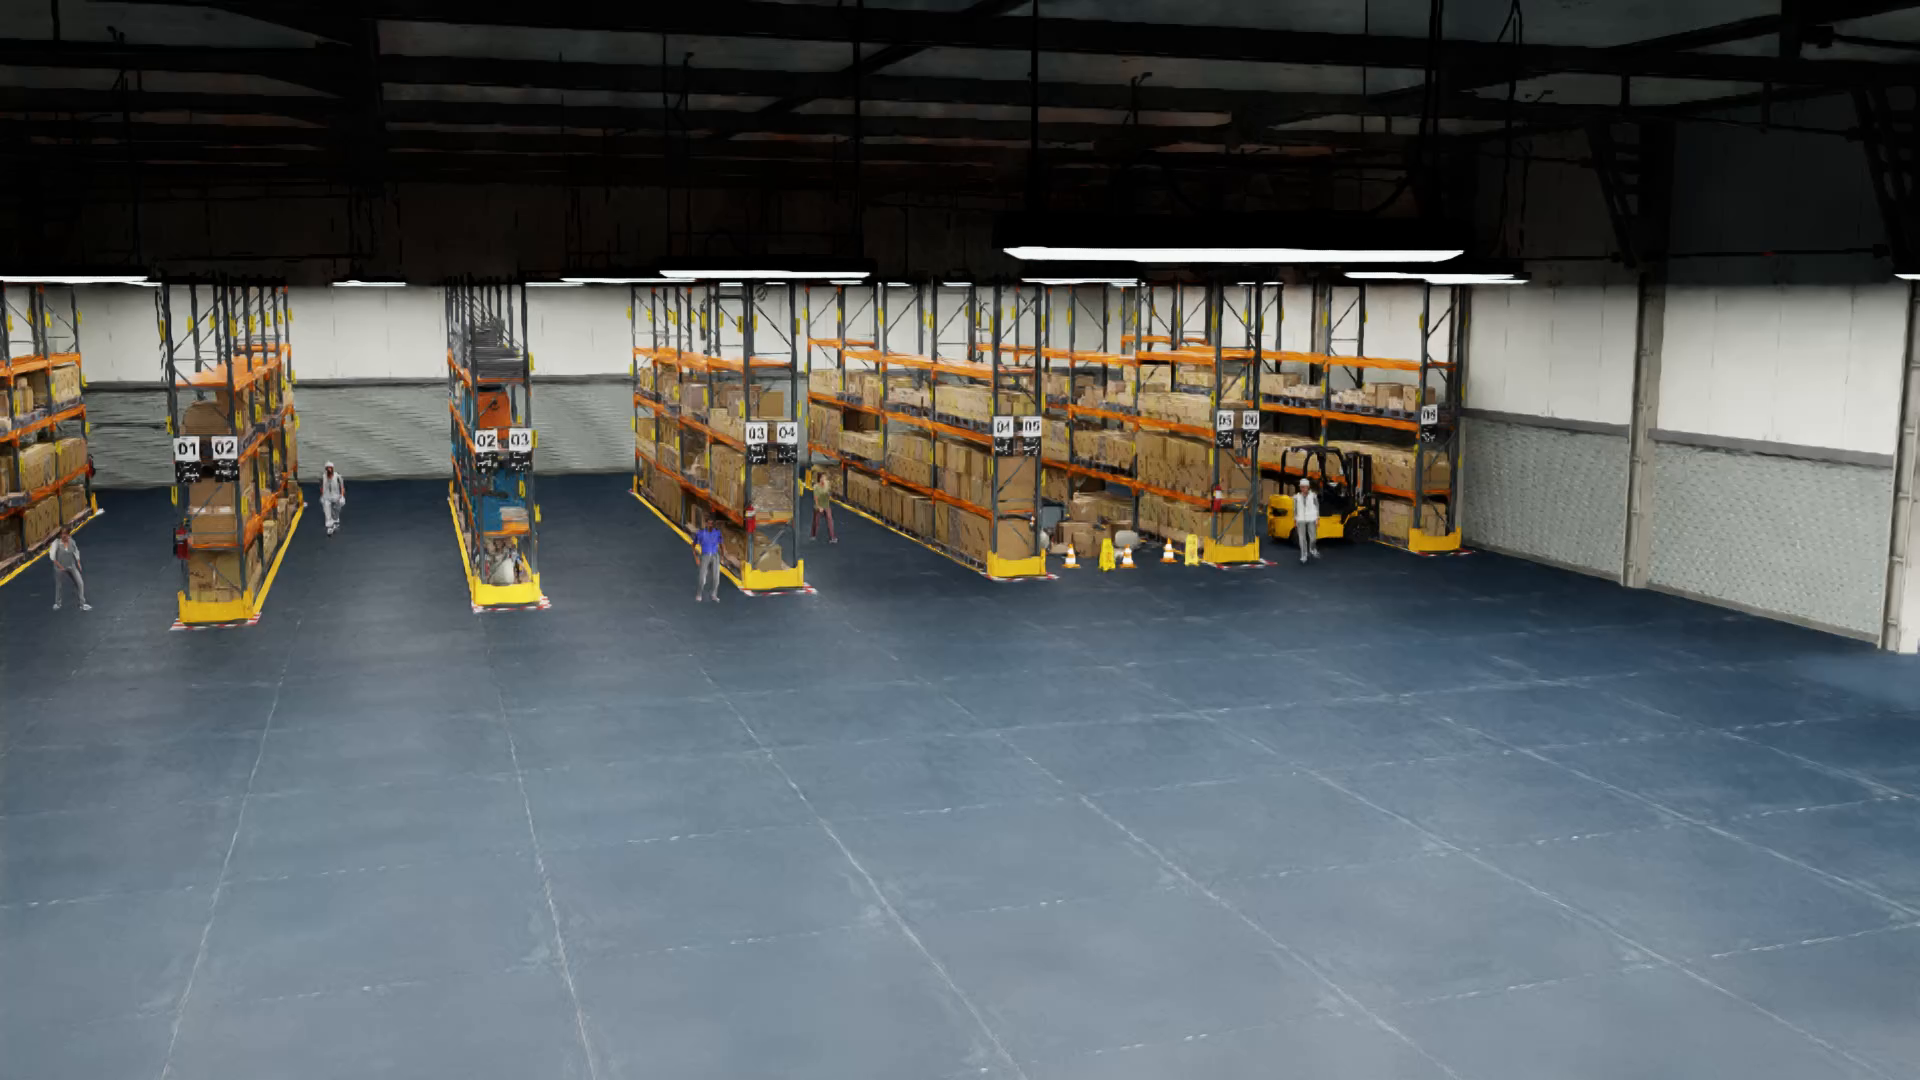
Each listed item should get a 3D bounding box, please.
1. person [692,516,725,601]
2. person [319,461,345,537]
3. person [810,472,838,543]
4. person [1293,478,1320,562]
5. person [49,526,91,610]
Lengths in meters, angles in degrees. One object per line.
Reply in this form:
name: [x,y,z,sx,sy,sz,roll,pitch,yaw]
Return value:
person: [-4.620,0.343,30.562,0.592,1.604,0.518,-3,9,-20]
person: [-14.643,-0.987,38.793,0.565,1.720,1.043,-3,9,-19]
person: [-3.121,-0.745,37.596,0.446,1.604,1.015,-4,10,-27]
person: [7.316,-0.432,35.110,0.588,1.768,0.559,3,9,19]
person: [-15.952,0.493,29.691,0.572,1.530,0.769,-7,11,-38]
